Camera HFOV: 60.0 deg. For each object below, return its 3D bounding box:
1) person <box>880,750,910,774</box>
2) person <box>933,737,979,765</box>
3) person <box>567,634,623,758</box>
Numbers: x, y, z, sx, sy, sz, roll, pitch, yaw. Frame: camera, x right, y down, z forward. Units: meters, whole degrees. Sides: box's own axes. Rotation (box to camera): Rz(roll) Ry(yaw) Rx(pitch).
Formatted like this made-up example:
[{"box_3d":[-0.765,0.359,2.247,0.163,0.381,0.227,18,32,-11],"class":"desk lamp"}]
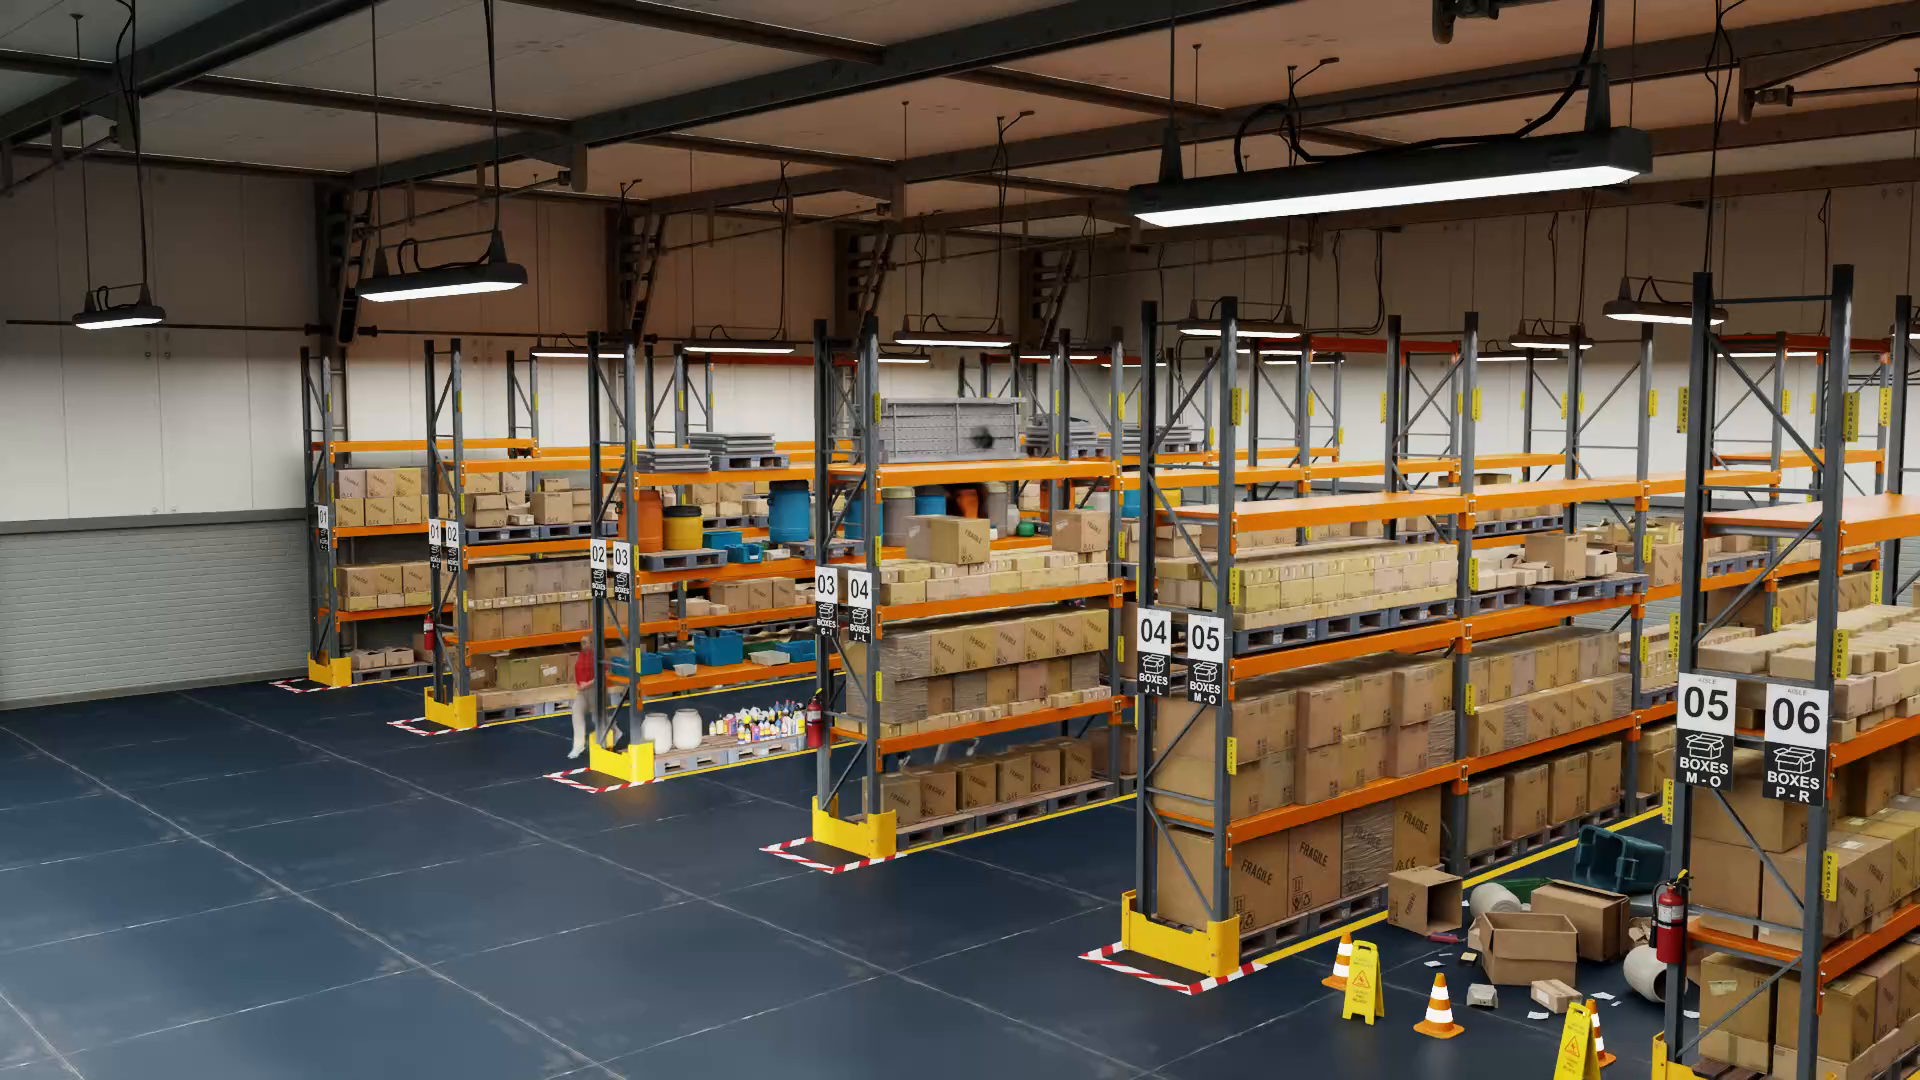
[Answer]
[{"box_3d":[-0.934,2.437,22.150,0.569,1.641,0.826,3,6,33],"class":"person"},{"box_3d":[-0.108,2.357,22.633,0.536,1.670,1.125,5,7,43],"class":"person"},{"box_3d":[-5.261,2.216,23.883,0.659,1.764,0.910,4,6,37],"class":"person"}]
